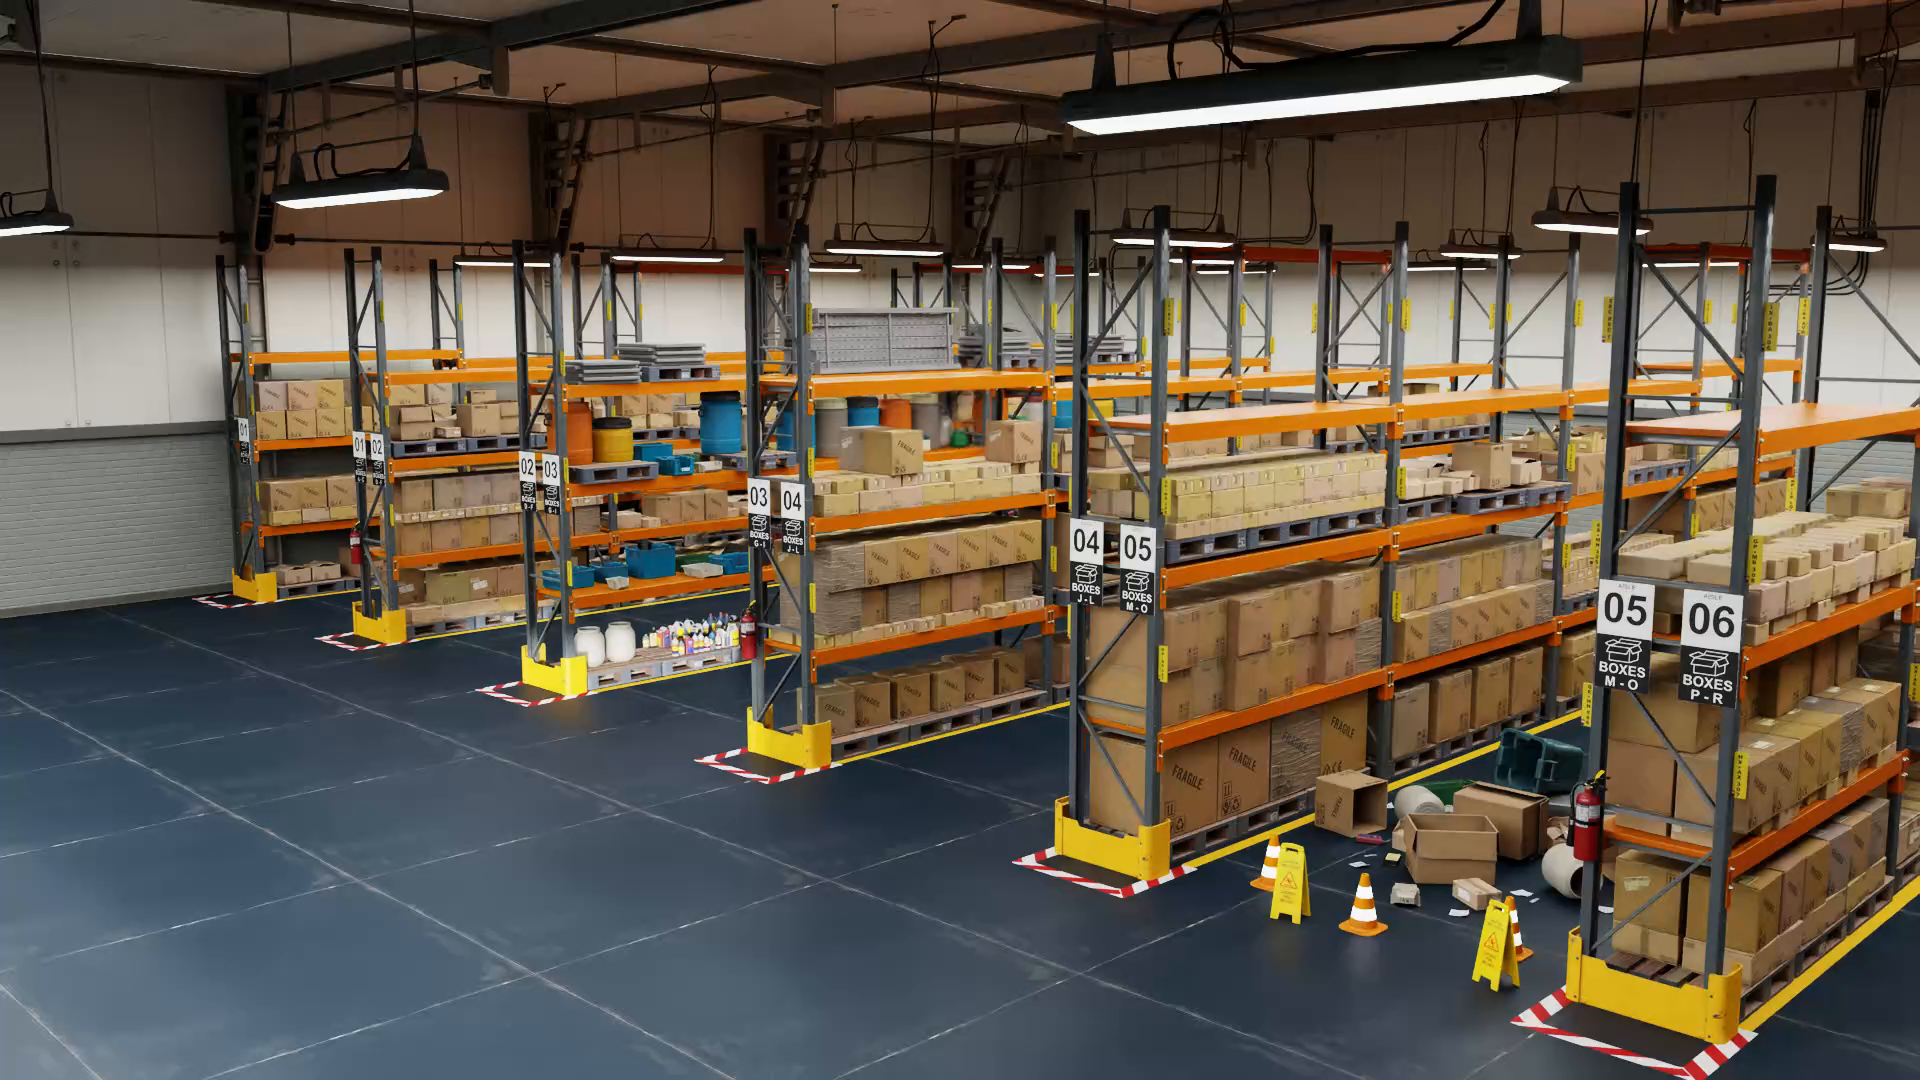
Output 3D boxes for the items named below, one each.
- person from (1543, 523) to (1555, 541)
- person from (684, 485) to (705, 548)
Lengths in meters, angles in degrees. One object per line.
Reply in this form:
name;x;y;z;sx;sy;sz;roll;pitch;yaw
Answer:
person;9.576;0.530;26.967;0.625;1.654;0.723;6;10;38
person;-5.111;-0.271;32.401;0.603;1.746;0.665;-7;11;-40
